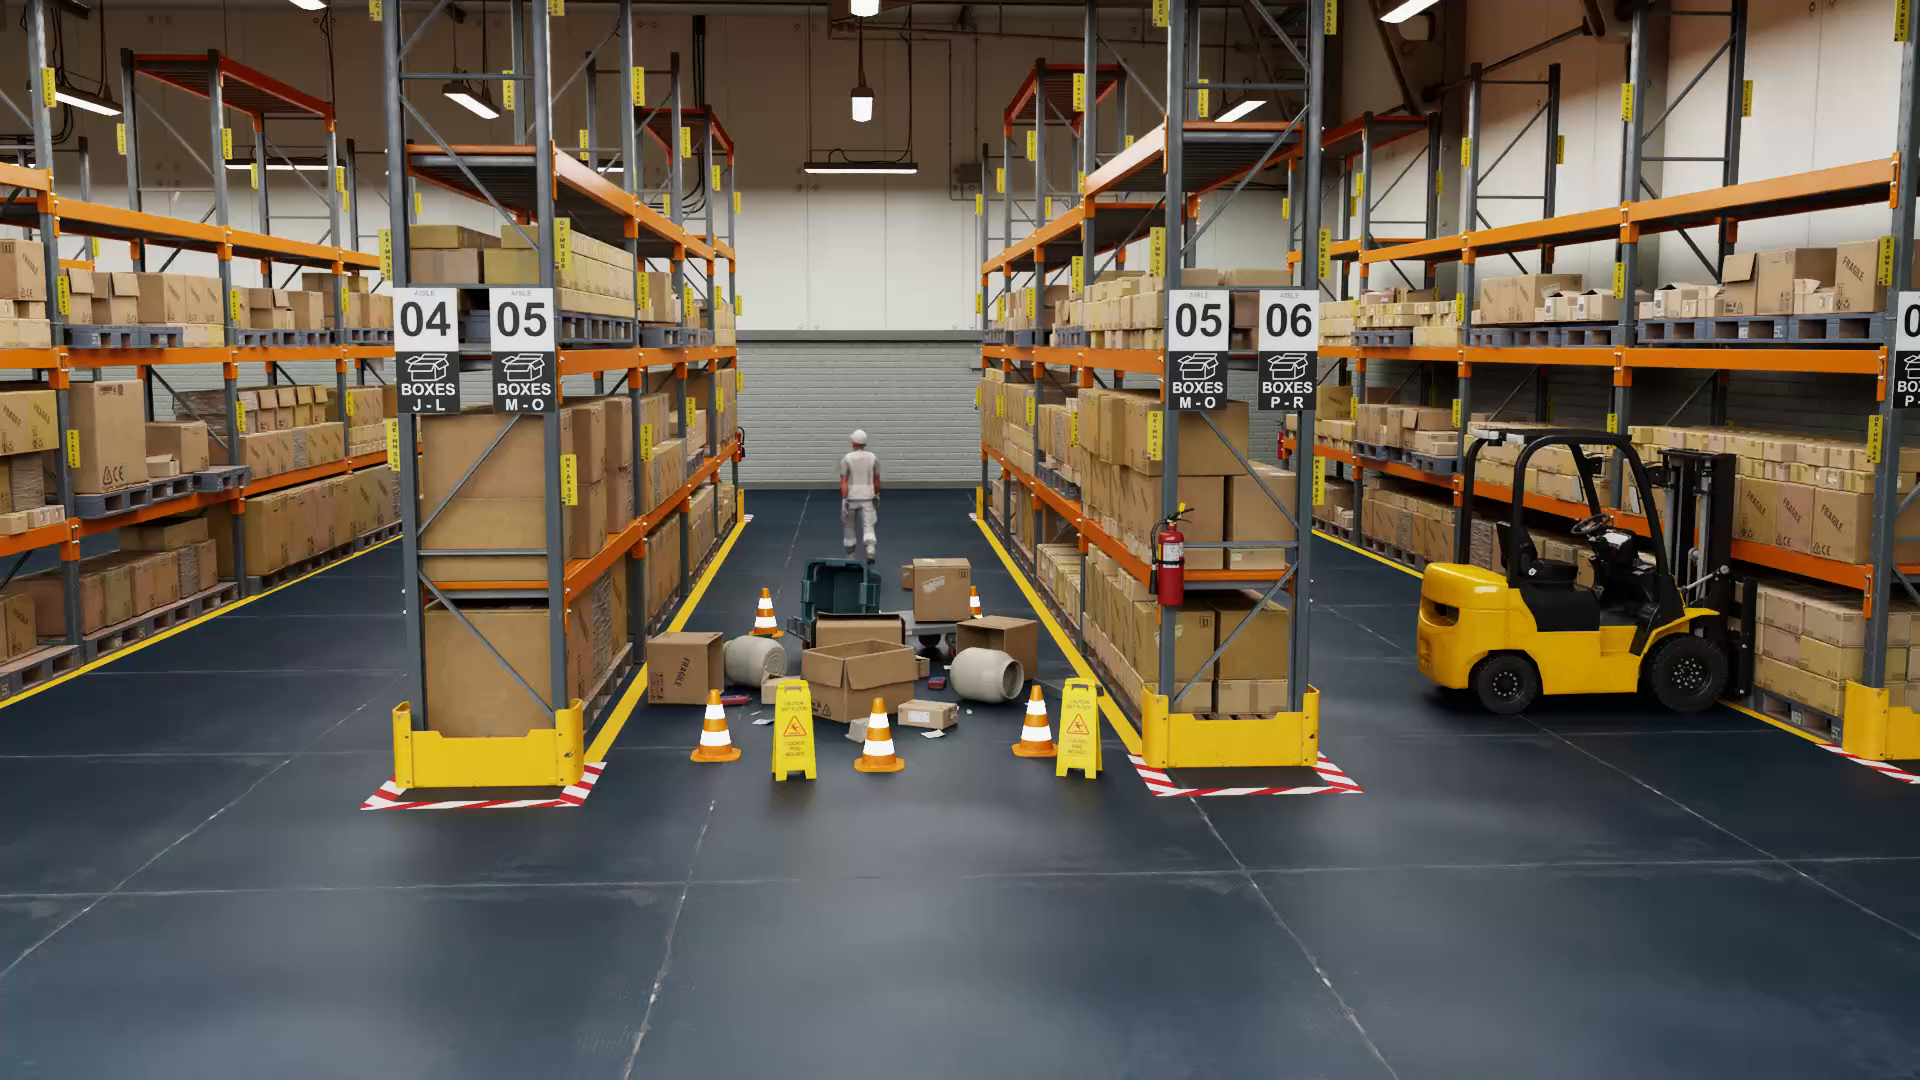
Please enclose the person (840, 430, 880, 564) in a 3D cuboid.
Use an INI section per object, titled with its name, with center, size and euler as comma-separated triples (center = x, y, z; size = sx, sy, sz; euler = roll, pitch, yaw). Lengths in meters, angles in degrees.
[person]
center = -1.261, -0.521, 21.011
size = 0.536, 1.751, 0.993
euler = -1, 7, -11
